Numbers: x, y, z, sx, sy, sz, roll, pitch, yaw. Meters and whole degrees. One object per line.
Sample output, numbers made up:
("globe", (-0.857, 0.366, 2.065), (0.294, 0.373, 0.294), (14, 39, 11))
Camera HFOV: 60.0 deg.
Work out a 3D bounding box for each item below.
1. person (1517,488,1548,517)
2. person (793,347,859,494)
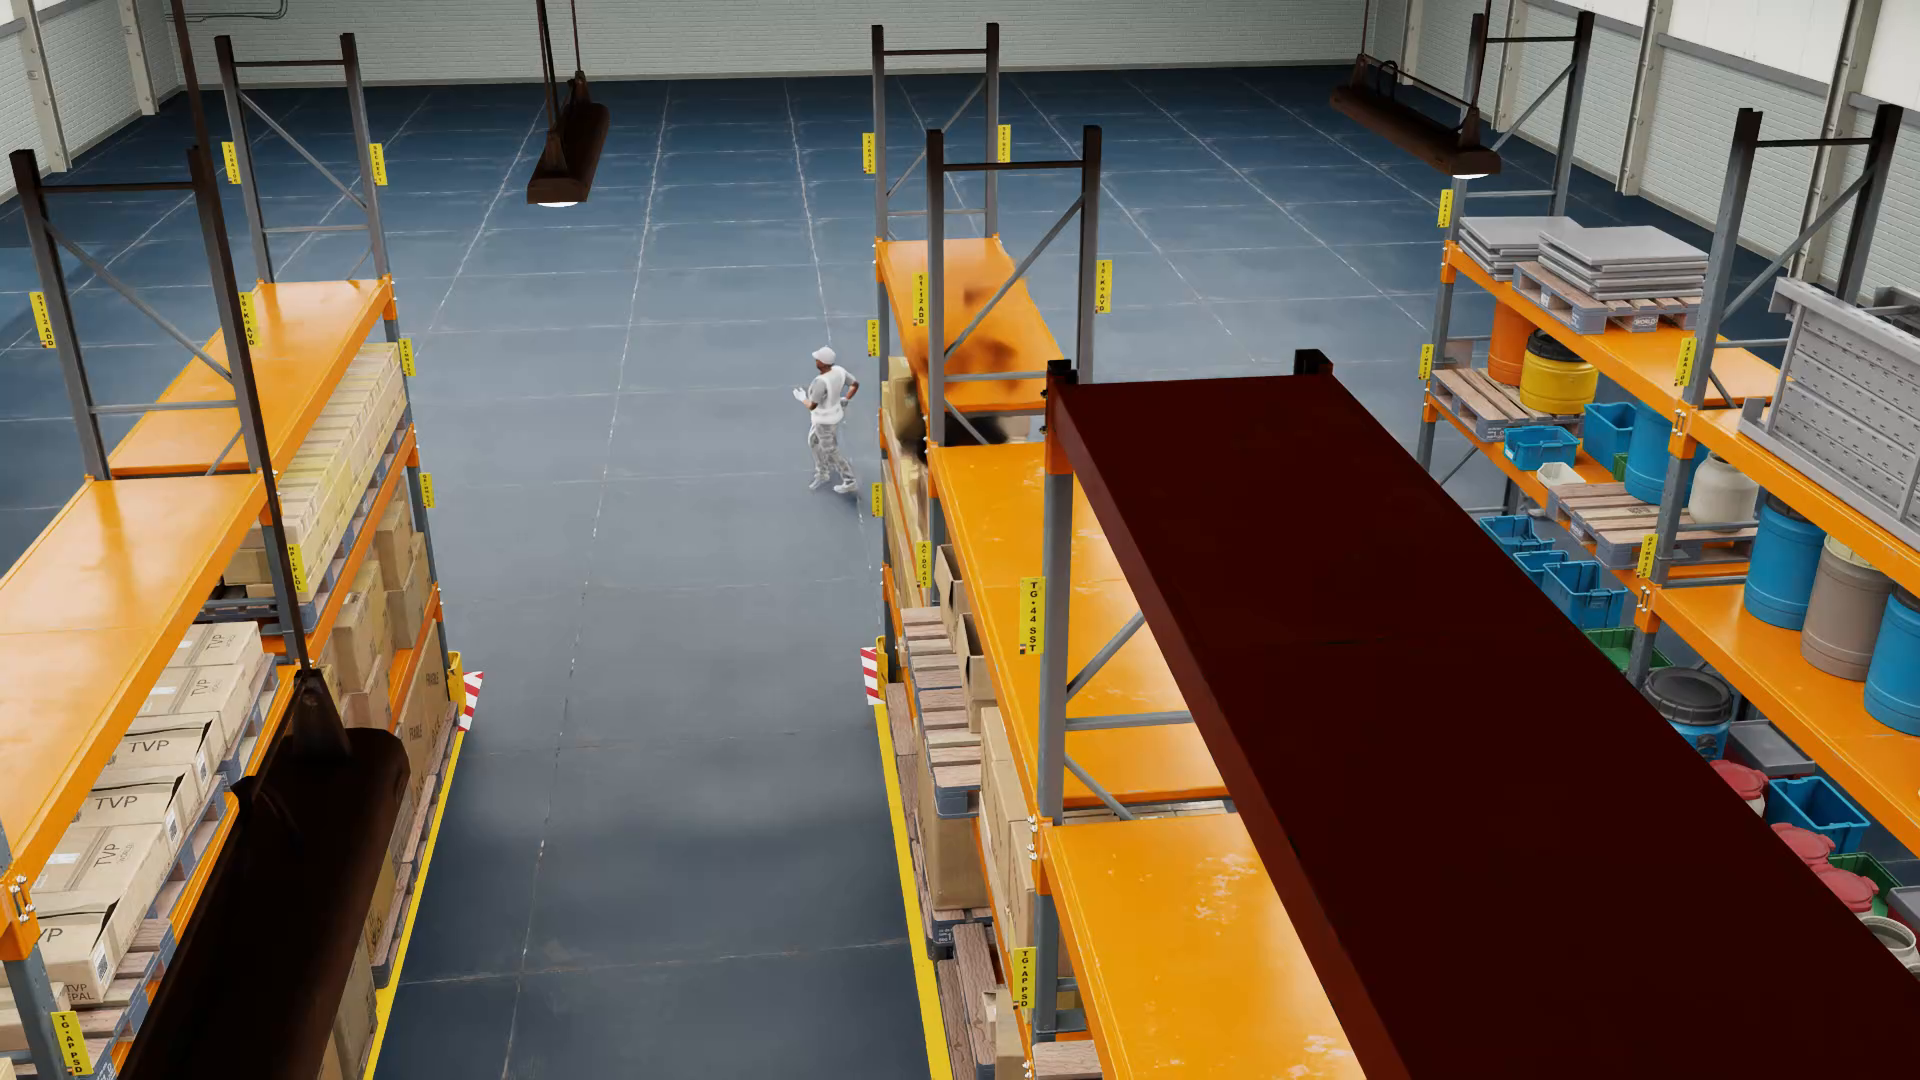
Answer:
("person", (6.458, -1.062, 18.772), (0.668, 1.697, 0.583), (8, 27, 17))
("person", (-1.543, -1.364, 19.300), (0.775, 1.844, 0.658), (7, 26, 14))
